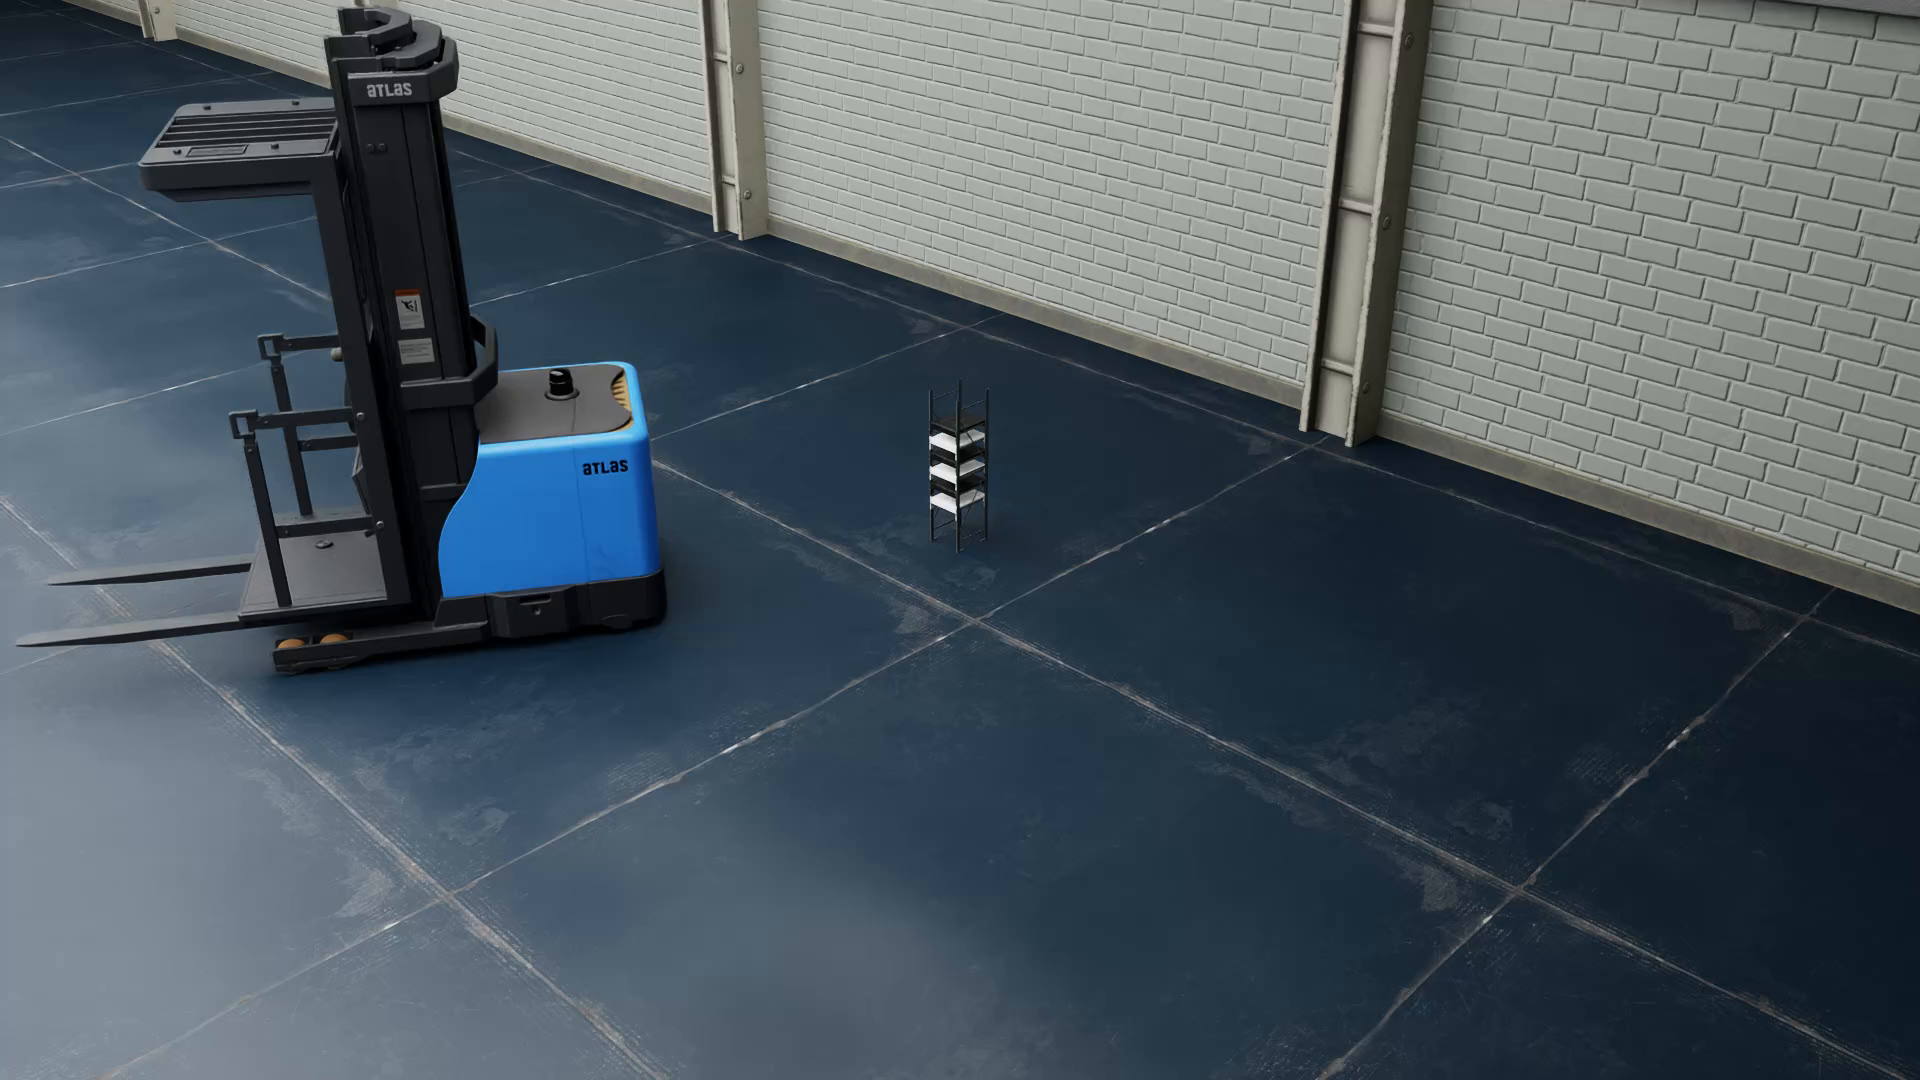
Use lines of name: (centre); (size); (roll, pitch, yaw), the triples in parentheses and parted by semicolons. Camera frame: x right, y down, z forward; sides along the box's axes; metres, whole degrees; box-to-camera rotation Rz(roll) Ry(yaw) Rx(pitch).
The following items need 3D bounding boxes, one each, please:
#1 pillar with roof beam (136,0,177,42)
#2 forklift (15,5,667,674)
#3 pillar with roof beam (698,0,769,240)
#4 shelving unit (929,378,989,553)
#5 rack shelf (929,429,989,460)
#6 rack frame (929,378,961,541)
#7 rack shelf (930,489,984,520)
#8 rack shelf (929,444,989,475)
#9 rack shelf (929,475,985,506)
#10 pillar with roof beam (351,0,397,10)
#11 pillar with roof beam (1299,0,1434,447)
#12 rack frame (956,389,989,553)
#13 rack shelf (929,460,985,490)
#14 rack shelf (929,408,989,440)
pillar with roof beam: (-13.448, -9.118, 16.922); (0.400, 9.000, 9.100); (25, 36, 38)
forklift: (-3.059, -0.922, 7.853); (3.031, 2.935, 1.130); (-6, 28, -12)
pillar with roof beam: (-4.891, -5.203, 9.475); (0.400, 9.000, 9.100); (25, 36, 38)
shelving unit: (-0.006, -0.401, 9.046); (0.210, 0.900, 0.258); (25, 36, 38)
rack shelf: (-0.006, -0.531, 8.977); (0.200, 0.077, 0.258); (25, 36, 38)
rack frame: (-0.078, -0.434, 9.109); (0.006, 0.900, 0.240); (25, 36, 38)
rack shelf: (-0.006, -0.212, 9.145); (0.200, 0.077, 0.258); (25, 36, 38)
rack shelf: (-0.006, -0.451, 9.019); (0.200, 0.077, 0.258); (25, 36, 38)
rack shelf: (-0.006, -0.292, 9.103); (0.200, 0.077, 0.258); (25, 36, 38)
pillar with roof beam: (-9.170, -7.160, 13.198); (0.400, 9.000, 9.100); (25, 36, 38)
pillar with roof beam: (-0.613, -3.245, 5.752); (0.400, 9.000, 9.100); (25, 36, 38)
rack frame: (0.067, -0.368, 8.983); (0.006, 0.900, 0.240); (25, 36, 38)
rack shelf: (-0.006, -0.371, 9.061); (0.200, 0.077, 0.258); (25, 36, 38)
rack shelf: (-0.006, -0.610, 8.935); (0.200, 0.077, 0.258); (25, 36, 38)
